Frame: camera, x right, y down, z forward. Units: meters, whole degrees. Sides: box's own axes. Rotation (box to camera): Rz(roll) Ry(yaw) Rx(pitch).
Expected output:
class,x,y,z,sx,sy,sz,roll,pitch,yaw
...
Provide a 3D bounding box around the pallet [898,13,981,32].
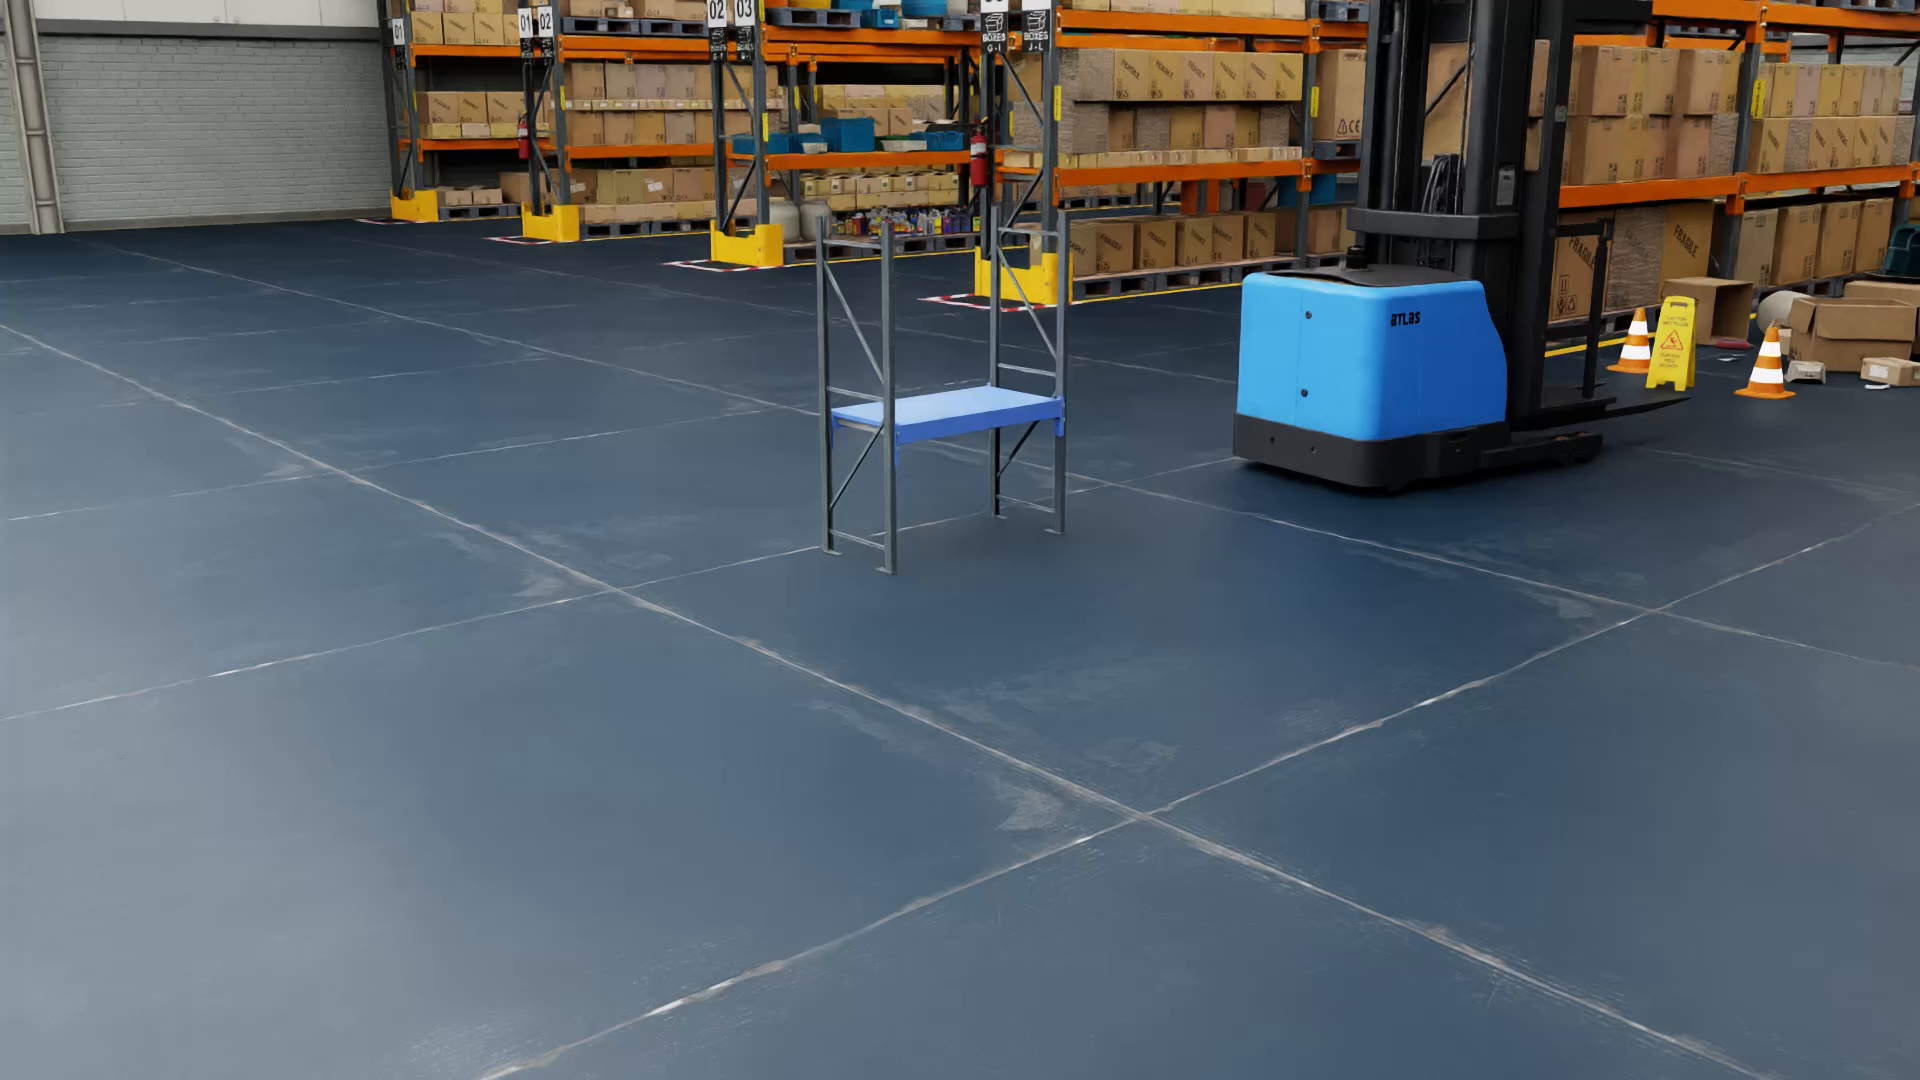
class,x,y,z,sx,sy,sz,roll,pitch,yaw
pallet,-0.131,-6.764,21.813,1.003,0.211,1.213,-13,19,-39

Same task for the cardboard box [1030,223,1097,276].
class,x,y,z,sx,sy,sz,roll,pitch,yaw
cardboard box,1.065,-3.003,17.210,0.500,0.500,0.500,-9,17,-29

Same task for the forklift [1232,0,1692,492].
class,x,y,z,sx,sy,sz,roll,pitch,yaw
forklift,3.028,-1.933,9.306,3.031,2.935,1.130,-10,18,-32

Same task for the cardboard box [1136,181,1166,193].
class,x,y,z,sx,sy,sz,roll,pitch,yaw
cardboard box,3.594,-6.810,31.789,0.500,0.311,0.500,-13,19,-39

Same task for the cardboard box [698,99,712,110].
class,x,y,z,sx,sy,sz,roll,pitch,yaw
cardboard box,-3.923,-6.571,25.088,0.250,0.149,0.380,-12,19,-38

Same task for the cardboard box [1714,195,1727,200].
class,x,y,z,sx,sy,sz,roll,pitch,yaw
cardboard box,11.536,-5.514,25.884,0.875,0.875,0.875,-13,19,-39

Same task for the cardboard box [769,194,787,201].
class,x,y,z,sx,sy,sz,roll,pitch,yaw
cardboard box,-2.777,-5.513,27.092,0.500,0.250,0.500,-13,20,-40

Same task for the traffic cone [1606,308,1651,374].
class,x,y,z,sx,sy,sz,roll,pitch,yaw
traffic cone,5.095,-1.510,12.508,0.334,0.463,0.336,-13,19,-39

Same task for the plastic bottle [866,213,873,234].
class,x,y,z,sx,sy,sz,roll,pitch,yaw
plastic bottle,-1.258,-4.224,22.175,0.135,0.276,0.152,-13,20,-41

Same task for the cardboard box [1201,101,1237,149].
class,x,y,z,sx,sy,sz,roll,pitch,yaw
cardboard box,2.509,-4.529,18.121,0.500,0.500,0.875,-13,19,-39

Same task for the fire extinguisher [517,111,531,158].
class,x,y,z,sx,sy,sz,roll,pitch,yaw
fire extinguisher,-6.311,-5.868,24.054,0.183,0.674,0.296,-13,19,-39

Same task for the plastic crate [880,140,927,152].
class,x,y,z,sx,sy,sz,roll,pitch,yaw
plastic crate,-0.710,-5.095,21.524,0.437,0.136,0.530,-13,19,-39

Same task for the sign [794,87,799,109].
class,x,y,z,sx,sy,sz,roll,pitch,yaw
sign,-2.534,-6.861,25.792,0.005,0.325,0.100,-13,19,-39

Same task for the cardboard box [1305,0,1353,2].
class,x,y,z,sx,sy,sz,roll,pitch,yaw
cardboard box,4.020,-6.345,18.866,0.637,0.503,0.797,-14,20,-42

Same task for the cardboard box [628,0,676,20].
class,x,y,z,sx,sy,sz,roll,pitch,yaw
cardboard box,-4.485,-7.831,24.162,0.500,0.500,0.500,-13,19,-39

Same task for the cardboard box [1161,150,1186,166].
class,x,y,z,sx,sy,sz,roll,pitch,yaw
cardboard box,2.150,-4.021,17.478,0.250,0.149,0.380,-13,19,-39

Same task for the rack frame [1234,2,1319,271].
class,x,y,z,sx,sy,sz,roll,pitch,yaw
rack frame,3.600,-4.583,19.095,0.127,3.000,1.000,-13,19,-39

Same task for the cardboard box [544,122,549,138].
class,x,y,z,sx,sy,sz,roll,pitch,yaw
cardboard box,-7.063,-7.103,28.780,0.500,0.250,0.500,-13,20,-40

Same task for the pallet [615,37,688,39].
class,x,y,z,sx,sy,sz,roll,pitch,yaw
pallet,-5.619,-8.918,29.876,1.003,0.211,1.213,-13,19,-39

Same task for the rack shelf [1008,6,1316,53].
class,x,y,z,sx,sy,sz,roll,pitch,yaw
rack shelf,2.092,-5.346,17.532,4.000,0.370,1.077,-13,19,-39

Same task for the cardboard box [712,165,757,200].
class,x,y,z,sx,sy,sz,roll,pitch,yaw
cardboard box,-3.491,-5.545,25.759,0.500,0.500,0.500,-13,19,-39

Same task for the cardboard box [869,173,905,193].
class,x,y,z,sx,sy,sz,roll,pitch,yaw
cardboard box,-1.265,-5.940,27.602,0.500,0.311,0.500,-12,19,-38

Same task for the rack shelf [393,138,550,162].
class,x,y,z,sx,sy,sz,roll,pitch,yaw
rack shelf,-7.663,-6.789,28.750,4.000,0.370,1.077,-13,19,-39

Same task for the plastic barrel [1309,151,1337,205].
class,x,y,z,sx,sy,sz,roll,pitch,yaw
plastic barrel,5.963,-6.003,27.662,0.708,0.901,0.600,-13,19,-39

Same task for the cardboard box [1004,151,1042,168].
class,x,y,z,sx,sy,sz,roll,pitch,yaw
cardboard box,0.662,-3.872,16.922,0.250,0.149,0.380,-13,19,-39

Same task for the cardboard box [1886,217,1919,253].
class,x,y,z,sx,sy,sz,roll,pitch,yaw
cardboard box,10.499,-3.343,18.484,0.500,0.500,0.500,-14,20,-42

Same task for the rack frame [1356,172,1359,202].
class,x,y,z,sx,sy,sz,roll,pitch,yaw
rack frame,6.384,-6.902,27.778,0.127,3.000,1.000,-13,19,-39

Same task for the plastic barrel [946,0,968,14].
class,x,y,z,sx,sy,sz,roll,pitch,yaw
plastic barrel,-0.105,-7.219,22.119,0.421,0.512,0.421,0,15,0

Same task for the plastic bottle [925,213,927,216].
class,x,y,z,sx,sy,sz,roll,pitch,yaw
plastic bottle,-0.423,-4.211,22.112,0.133,0.283,0.061,-13,19,-39

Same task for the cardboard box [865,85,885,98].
class,x,y,z,sx,sy,sz,roll,pitch,yaw
cardboard box,-1.845,-8.921,33.073,0.500,0.250,0.500,-12,19,-39

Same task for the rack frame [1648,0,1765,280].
class,x,y,z,sx,sy,sz,roll,pitch,yaw
rack frame,6.780,-3.600,15.416,0.127,3.000,1.000,-13,19,-39

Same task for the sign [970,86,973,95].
class,x,y,z,sx,sy,sz,roll,pitch,yaw
sign,0.244,-9.248,34.470,0.005,0.325,0.100,-13,19,-39

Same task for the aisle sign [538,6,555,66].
class,x,y,z,sx,sy,sz,roll,pitch,yaw
aisle sign,-5.766,-7.020,23.180,0.004,0.787,0.394,-13,19,-39

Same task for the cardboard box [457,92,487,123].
class,x,y,z,sx,sy,sz,roll,pitch,yaw
cardboard box,-8.235,-7.202,27.698,0.500,0.500,0.500,-13,19,-39

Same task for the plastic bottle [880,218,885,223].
class,x,y,z,sx,sy,sz,roll,pitch,yaw
plastic bottle,-1.023,-4.200,22.232,0.097,0.201,0.097,0,15,0

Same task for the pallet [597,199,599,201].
class,x,y,z,sx,sy,sz,roll,pitch,yaw
pallet,-6.638,-6.008,29.833,1.213,0.211,1.003,-13,19,-39

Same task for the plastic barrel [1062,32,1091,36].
class,x,y,z,sx,sy,sz,roll,pitch,yaw
plastic barrel,1.577,-7.589,23.563,0.708,0.901,0.600,-13,19,-39

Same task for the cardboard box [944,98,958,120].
class,x,y,z,sx,sy,sz,roll,pitch,yaw
cardboard box,-0.302,-8.905,34.468,0.500,0.500,0.500,-13,20,-40

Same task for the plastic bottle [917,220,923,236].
class,x,y,z,sx,sy,sz,roll,pitch,yaw
plastic bottle,-0.532,-4.103,21.869,0.097,0.201,0.097,0,15,0

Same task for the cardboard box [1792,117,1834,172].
class,x,y,z,sx,sy,sz,roll,pitch,yaw
cardboard box,8.113,-3.855,16.176,0.500,0.500,0.500,-13,20,-40

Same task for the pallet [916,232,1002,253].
class,x,y,z,sx,sy,sz,roll,pitch,yaw
pallet,-0.185,-4.094,22.669,1.213,0.211,1.003,-13,19,-39

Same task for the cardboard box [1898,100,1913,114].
class,x,y,z,sx,sy,sz,roll,pitch,yaw
cardboard box,10.277,-4.688,18.009,0.250,0.149,0.380,-13,19,-39

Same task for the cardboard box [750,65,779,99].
class,x,y,z,sx,sy,sz,roll,pitch,yaw
cardboard box,-3.230,-7.111,25.851,0.500,0.500,0.700,-13,19,-39

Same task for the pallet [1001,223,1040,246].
class,x,y,z,sx,sy,sz,roll,pitch,yaw
pallet,0.916,-4.341,23.591,1.213,0.211,1.003,-13,19,-39

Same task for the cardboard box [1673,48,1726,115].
class,x,y,z,sx,sy,sz,roll,pitch,yaw
cardboard box,6.141,-4.023,14.614,0.550,0.550,0.875,-13,19,-39

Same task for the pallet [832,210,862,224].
class,x,y,z,sx,sy,sz,roll,pitch,yaw
pallet,-2.369,-5.297,27.173,1.213,0.211,1.003,-13,19,-39

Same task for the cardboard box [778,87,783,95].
class,x,y,z,sx,sy,sz,roll,pitch,yaw
cardboard box,-3.610,-8.606,31.853,0.380,0.149,0.250,12,19,38

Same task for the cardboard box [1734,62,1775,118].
class,x,y,z,sx,sy,sz,roll,pitch,yaw
cardboard box,7.151,-4.217,15.593,0.500,0.500,0.700,-13,20,-40

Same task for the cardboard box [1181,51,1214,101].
class,x,y,z,sx,sy,sz,roll,pitch,yaw
cardboard box,2.308,-4.875,17.479,0.500,0.500,0.500,-13,19,-39

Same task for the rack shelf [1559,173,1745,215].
class,x,y,z,sx,sy,sz,roll,pitch,yaw
rack shelf,5.271,-2.914,14.240,4.000,0.370,1.077,-13,19,-39

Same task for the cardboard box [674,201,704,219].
class,x,y,z,sx,sy,sz,roll,pitch,yaw
cardboard box,-4.234,-5.010,25.209,0.500,0.250,0.500,-13,19,-39

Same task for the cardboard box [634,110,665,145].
class,x,y,z,sx,sy,sz,roll,pitch,yaw
cardboard box,-4.785,-6.132,24.701,0.500,0.500,0.700,-12,19,-39

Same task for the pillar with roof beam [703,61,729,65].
class,x,y,z,sx,sy,sz,roll,pitch,yaw
pillar with roof beam,-1.859,-10.162,28.356,0.400,9.000,9.100,-13,19,-39

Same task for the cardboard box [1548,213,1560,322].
class,x,y,z,sx,sy,sz,roll,pitch,yaw
cardboard box,4.231,-2.227,13.577,0.875,0.875,0.875,-13,19,-39

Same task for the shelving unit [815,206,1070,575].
class,x,y,z,sx,sy,sz,roll,pitch,yaw
shelving unit,-0.064,-0.710,7.502,1.048,1.500,0.538,-13,19,-39

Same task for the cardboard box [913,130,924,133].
class,x,y,z,sx,sy,sz,roll,pitch,yaw
cardboard box,-0.807,-6.841,28.036,0.250,0.149,0.380,-11,18,-35

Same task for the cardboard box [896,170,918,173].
class,x,y,z,sx,sy,sz,roll,pitch,yaw
cardboard box,-0.861,-6.213,28.625,0.500,0.311,0.500,-13,20,-41
